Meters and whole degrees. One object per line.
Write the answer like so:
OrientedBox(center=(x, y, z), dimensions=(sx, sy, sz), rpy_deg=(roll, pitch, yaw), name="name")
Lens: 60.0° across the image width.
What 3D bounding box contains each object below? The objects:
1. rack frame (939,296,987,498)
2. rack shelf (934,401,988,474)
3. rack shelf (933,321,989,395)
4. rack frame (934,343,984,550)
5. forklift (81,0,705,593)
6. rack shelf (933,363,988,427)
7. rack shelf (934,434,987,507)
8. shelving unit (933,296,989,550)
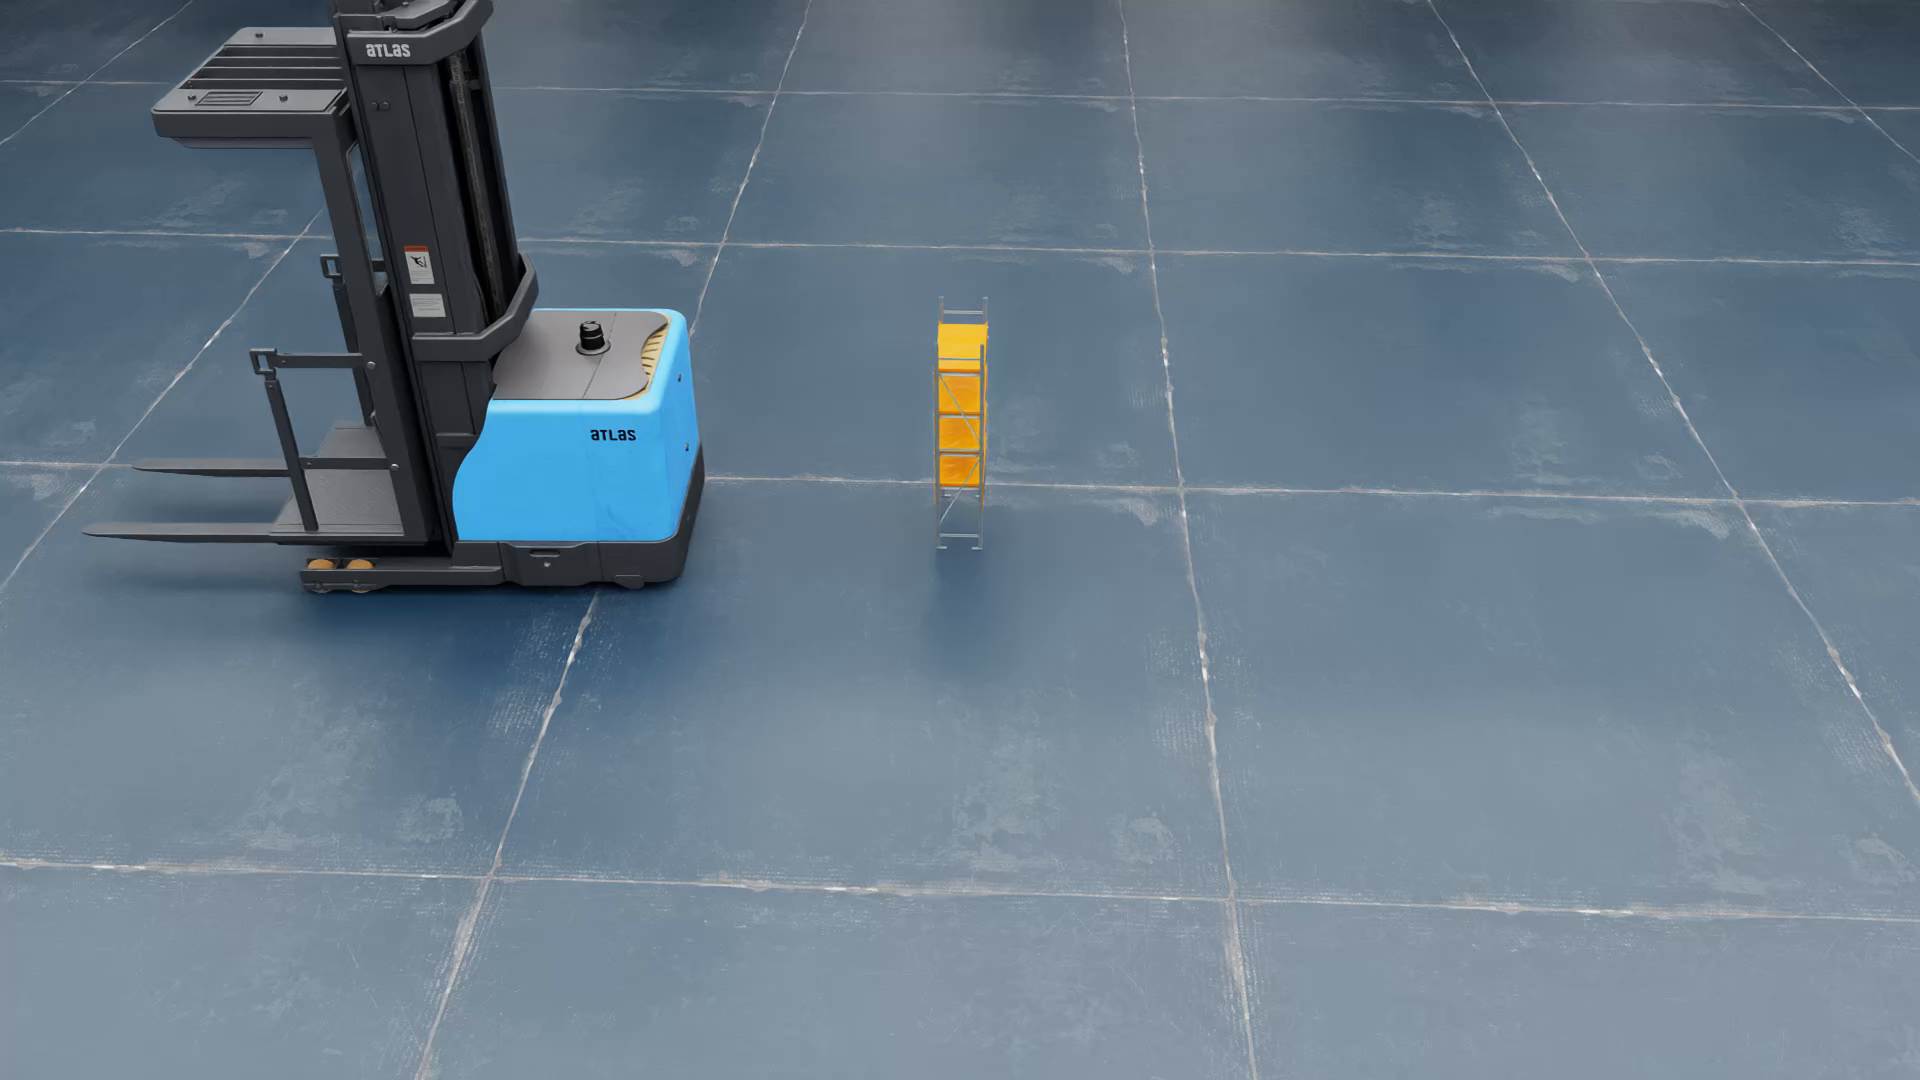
OrientedBox(center=(0.016, -0.726, 8.686), dimensions=(0.240, 1.200, 0.015), rpy_deg=(1, 35, 2), name="rack frame")
OrientedBox(center=(0.007, -0.531, 8.525), dimensions=(0.258, 0.148, 0.480), rpy_deg=(1, 35, 2), name="rack shelf")
OrientedBox(center=(0.007, -0.907, 8.260), dimensions=(0.258, 0.148, 0.480), rpy_deg=(1, 35, 2), name="rack shelf")
OrientedBox(center=(-0.003, -0.446, 8.287), dimensions=(0.240, 1.200, 0.015), rpy_deg=(1, 35, 2), name="rack frame")
OrientedBox(center=(-2.905, -1.239, 7.910), dimensions=(3.031, 2.935, 1.130), rpy_deg=(0, 35, 0), name="forklift")
OrientedBox(center=(0.007, -0.714, 8.396), dimensions=(0.258, 0.148, 0.480), rpy_deg=(1, 35, 2), name="rack shelf")
OrientedBox(center=(0.007, -0.368, 8.639), dimensions=(0.258, 0.148, 0.480), rpy_deg=(1, 35, 2), name="rack shelf")
OrientedBox(center=(0.007, -0.586, 8.486), dimensions=(0.258, 1.200, 0.503), rpy_deg=(1, 35, 2), name="shelving unit")
